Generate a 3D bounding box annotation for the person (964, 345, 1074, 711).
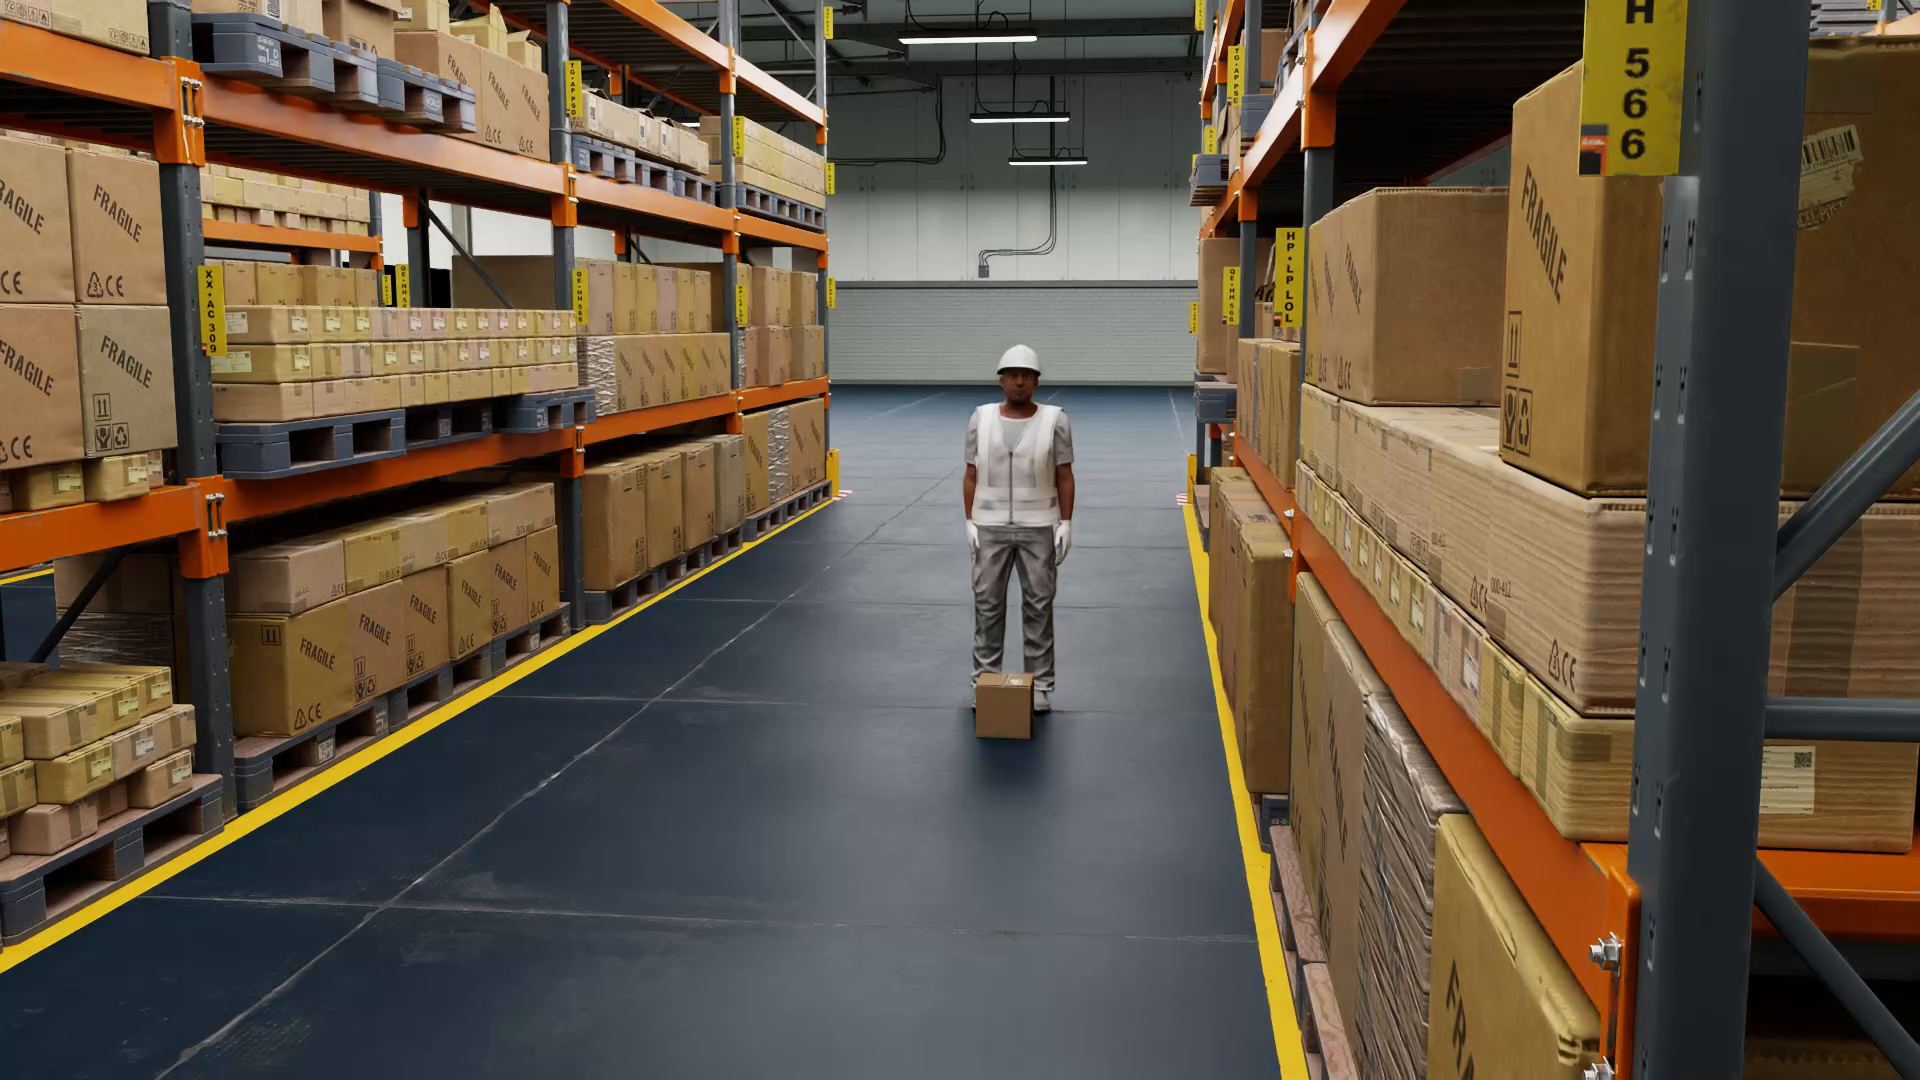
[{"bbox_3d":[0.283,-0.054,8.117,0.545,1.785,0.355,1,8,8],"label":"person"}]
